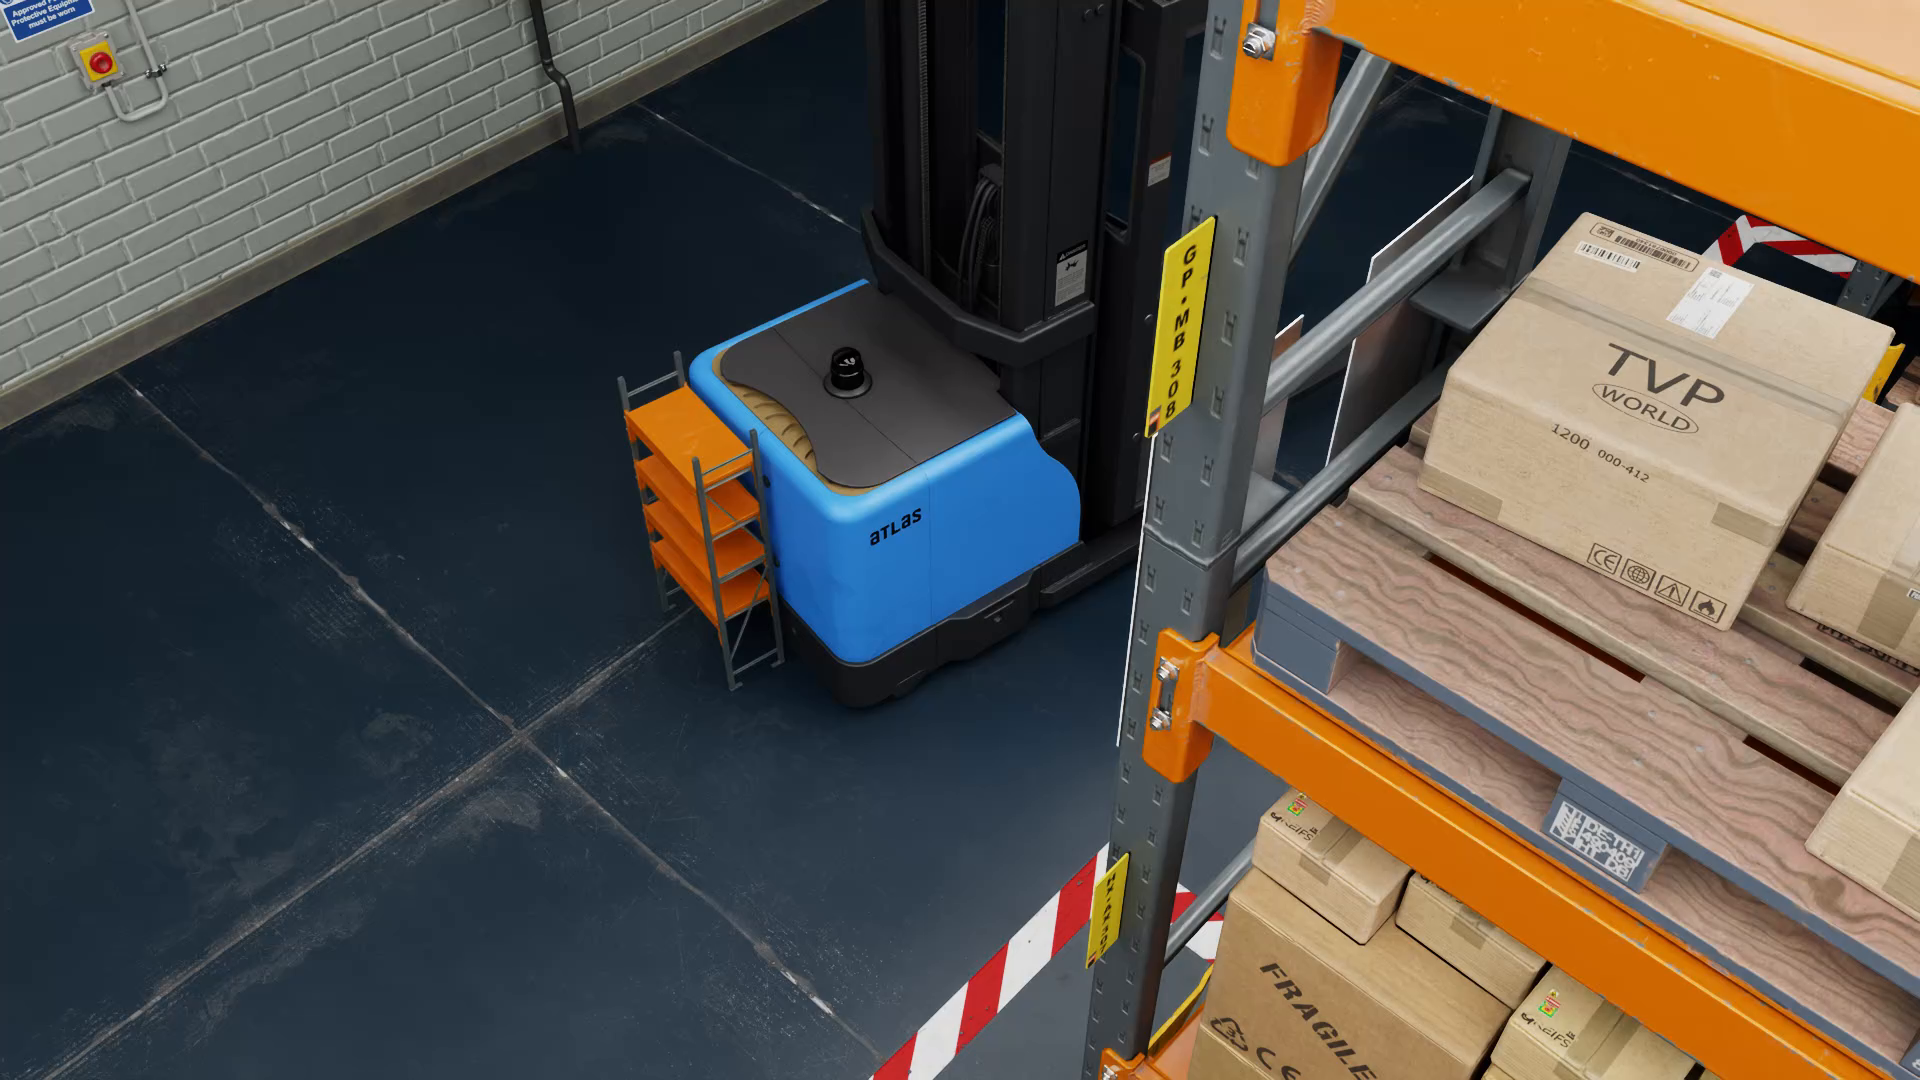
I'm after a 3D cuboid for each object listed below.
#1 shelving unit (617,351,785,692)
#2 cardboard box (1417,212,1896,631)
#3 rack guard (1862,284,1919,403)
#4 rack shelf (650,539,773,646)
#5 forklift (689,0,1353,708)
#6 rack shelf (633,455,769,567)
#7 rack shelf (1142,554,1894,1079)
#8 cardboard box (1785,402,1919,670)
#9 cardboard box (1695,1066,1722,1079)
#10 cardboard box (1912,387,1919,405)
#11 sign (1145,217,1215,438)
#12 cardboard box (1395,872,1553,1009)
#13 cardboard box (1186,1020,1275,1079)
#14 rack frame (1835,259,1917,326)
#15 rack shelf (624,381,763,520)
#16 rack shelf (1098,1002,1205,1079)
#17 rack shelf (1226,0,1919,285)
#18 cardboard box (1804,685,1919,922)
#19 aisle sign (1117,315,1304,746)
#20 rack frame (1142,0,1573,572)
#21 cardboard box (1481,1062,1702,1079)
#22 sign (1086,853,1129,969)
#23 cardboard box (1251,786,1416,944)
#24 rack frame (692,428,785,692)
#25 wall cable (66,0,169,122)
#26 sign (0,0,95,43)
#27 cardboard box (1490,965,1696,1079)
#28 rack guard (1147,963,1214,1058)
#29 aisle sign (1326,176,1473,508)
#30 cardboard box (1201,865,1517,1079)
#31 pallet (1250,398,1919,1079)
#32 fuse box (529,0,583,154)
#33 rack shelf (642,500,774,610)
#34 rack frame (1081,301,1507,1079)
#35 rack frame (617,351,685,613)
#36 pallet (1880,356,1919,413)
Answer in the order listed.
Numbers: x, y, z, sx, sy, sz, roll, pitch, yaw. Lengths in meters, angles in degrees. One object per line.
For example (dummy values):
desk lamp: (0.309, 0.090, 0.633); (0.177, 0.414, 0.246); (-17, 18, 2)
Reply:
shelving unit: (-0.912, -0.042, 5.966); (0.258, 1.200, 0.503); (-29, 53, -24)
cardboard box: (1.068, -0.201, 2.570); (0.500, 0.250, 0.500); (29, 53, 25)
rack guard: (4.095, -0.990, 7.336); (0.348, 0.500, 1.175); (34, 55, 28)
rack shelf: (-0.912, 0.140, 6.160); (0.258, 0.148, 0.480); (-29, 53, -24)
forklift: (0.503, -1.281, 5.942); (3.031, 2.935, 1.130); (-29, 53, -24)
rack shelf: (-0.912, -0.149, 5.852); (0.258, 0.148, 0.480); (-29, 53, -24)
rack shelf: (2.146, 0.986, 2.202); (4.000, 0.370, 1.077); (34, 55, 28)
cardboard box: (1.430, -0.002, 2.452); (0.250, 0.149, 0.380); (30, 54, 25)
cardboard box: (1.309, 0.905, 2.643); (0.250, 0.149, 0.380); (32, 55, 27)
cardboard box: (4.425, -0.819, 6.886); (0.637, 0.503, 0.797); (32, 54, 26)
sign: (0.295, -0.281, 2.245); (0.005, 0.325, 0.100); (34, 55, 28)
cardboard box: (0.990, 0.595, 2.935); (0.250, 0.149, 0.380); (35, 56, 28)
cardboard box: (0.834, 1.135, 3.558); (0.500, 0.500, 0.500); (34, 55, 27)
rack frame: (4.040, -1.883, 6.460); (0.127, 3.000, 1.000); (34, 55, 28)
rack shelf: (-0.912, -0.311, 5.680); (0.258, 0.148, 0.480); (-29, 53, -24)
rack shelf: (2.146, 2.013, 3.296); (4.000, 0.370, 1.077); (34, 55, 28)
rack shelf: (2.146, 0.097, 1.255); (4.000, 0.370, 1.077); (34, 55, 28)
cardboard box: (1.319, 0.320, 2.150); (0.250, 0.149, 0.380); (36, 56, 29)
aisle sign: (0.426, 0.008, 2.902); (0.004, 0.787, 0.394); (34, 55, 28)
rack frame: (0.676, -1.276, 1.775); (0.127, 3.000, 1.000); (34, 55, 28)
cardboard box: (1.220, 1.043, 2.959); (0.500, 0.500, 0.500); (32, 55, 27)
sign: (0.295, 0.749, 3.341); (0.005, 0.325, 0.100); (34, 55, 28)
cardboard box: (0.749, 0.503, 3.020); (0.250, 0.149, 0.380); (35, 56, 28)
rack frame: (-0.764, 0.100, 5.833); (0.240, 1.200, 0.015); (-29, 53, -24)
wall cable: (-3.484, -2.356, 6.186); (0.123, 1.953, 0.585); (34, 55, 28)
sign: (-3.561, -2.094, 6.474); (0.001, 0.218, 0.327); (34, 55, 28)
cardboard box: (1.103, 0.785, 2.756); (0.250, 0.149, 0.380); (36, 56, 29)
rack guard: (0.658, 1.622, 4.884); (0.348, 0.500, 1.175); (34, 55, 28)
aisle sign: (0.833, -0.314, 3.204); (0.004, 0.787, 0.394); (34, 55, 28)
cardboard box: (0.835, 0.791, 3.195); (0.500, 0.500, 0.500); (33, 55, 27)
pallet: (1.228, 0.143, 2.562); (1.213, 0.211, 1.003); (34, 55, 28)
fuse box: (-1.952, -2.610, 8.027); (0.414, 1.711, 0.539); (34, 55, 28)
rack shelf: (-0.912, 0.004, 6.015); (0.258, 0.148, 0.480); (-29, 53, -24)
rack frame: (0.676, 0.778, 3.962); (0.127, 3.000, 1.000); (34, 55, 28)
rack frame: (-1.059, -0.184, 6.099); (0.240, 1.200, 0.015); (-29, 53, -24)
pallet: (4.682, -0.497, 7.072); (1.213, 0.211, 1.003); (34, 55, 28)
